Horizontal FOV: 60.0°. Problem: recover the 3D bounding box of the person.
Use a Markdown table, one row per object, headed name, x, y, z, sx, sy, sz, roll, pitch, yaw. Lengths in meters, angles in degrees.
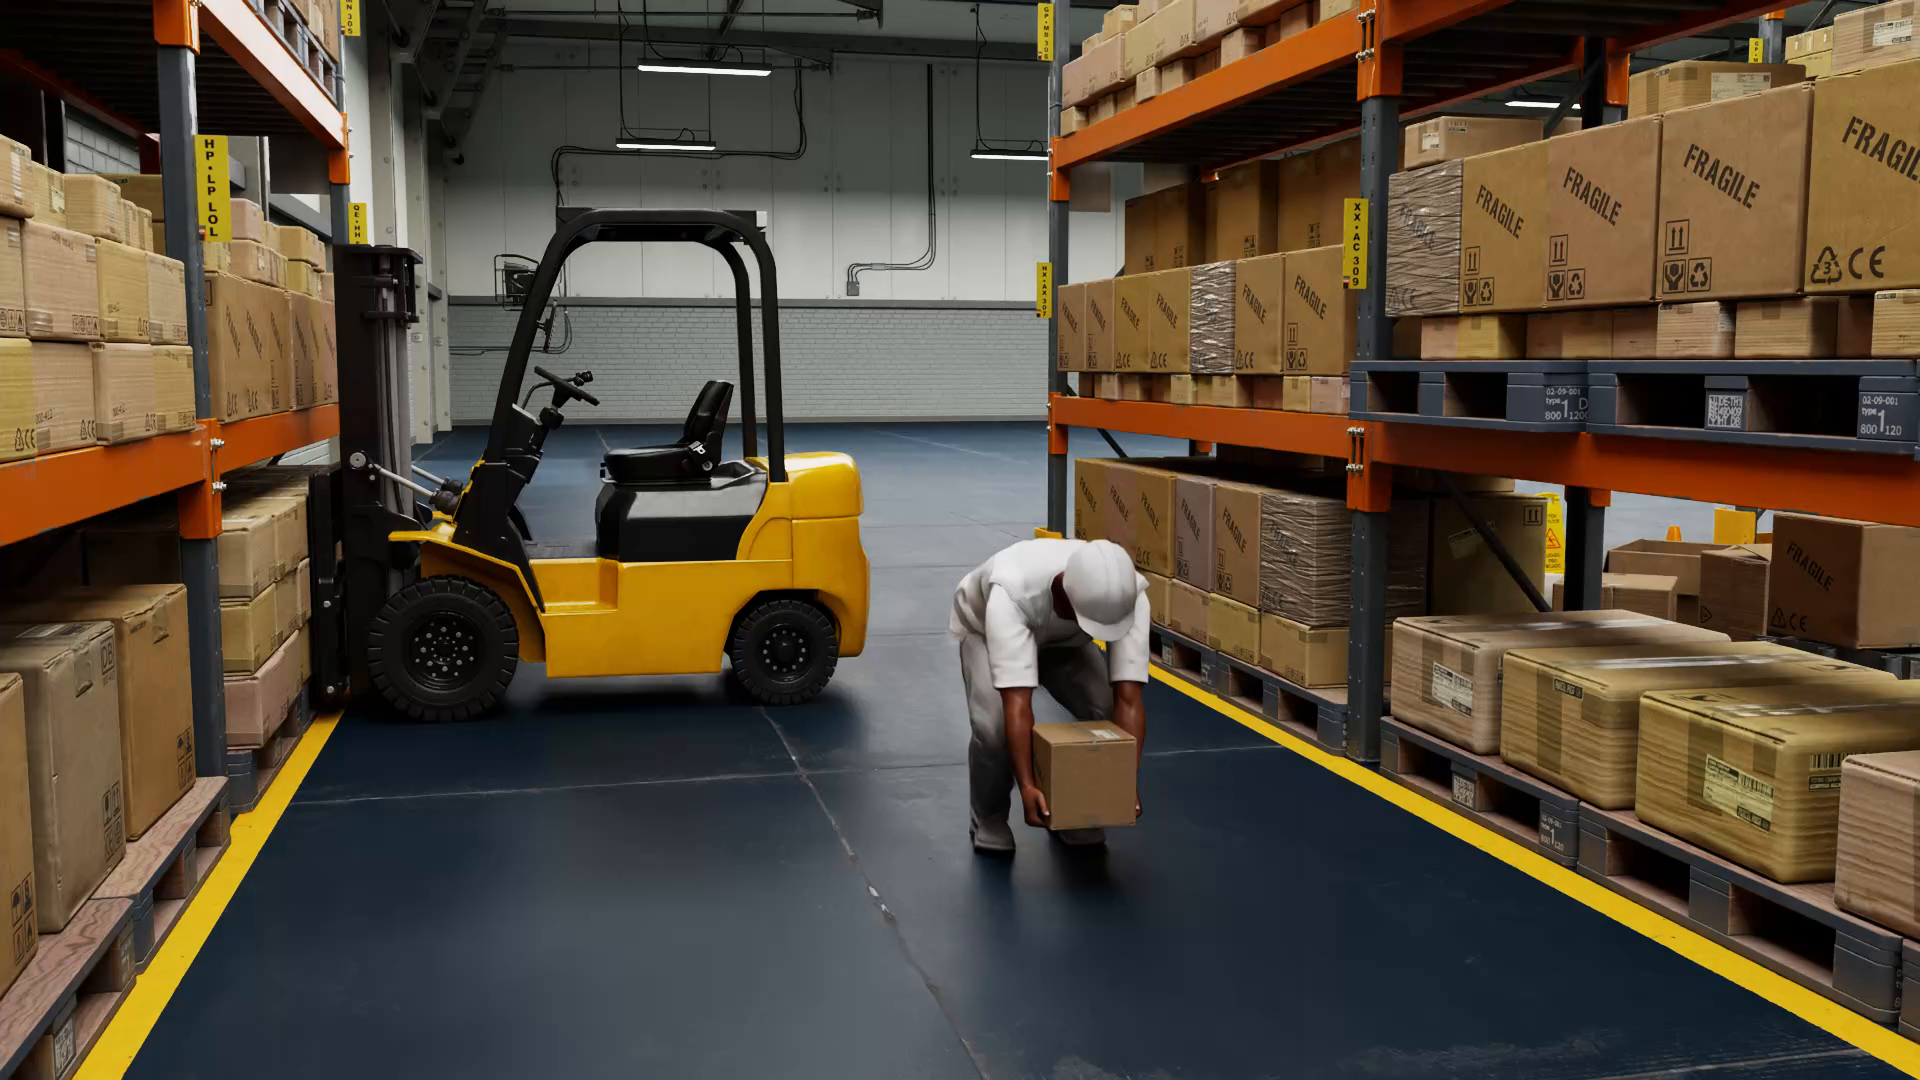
| name | x | y | z | sx | sy | sz | roll | pitch | yaw |
| --- | --- | --- | --- | --- | --- | --- | --- | --- | --- |
| person | 0.292 | 0.371 | 5.033 | 0.506 | 0.824 | 0.956 | -2 | 6 | -16 |
